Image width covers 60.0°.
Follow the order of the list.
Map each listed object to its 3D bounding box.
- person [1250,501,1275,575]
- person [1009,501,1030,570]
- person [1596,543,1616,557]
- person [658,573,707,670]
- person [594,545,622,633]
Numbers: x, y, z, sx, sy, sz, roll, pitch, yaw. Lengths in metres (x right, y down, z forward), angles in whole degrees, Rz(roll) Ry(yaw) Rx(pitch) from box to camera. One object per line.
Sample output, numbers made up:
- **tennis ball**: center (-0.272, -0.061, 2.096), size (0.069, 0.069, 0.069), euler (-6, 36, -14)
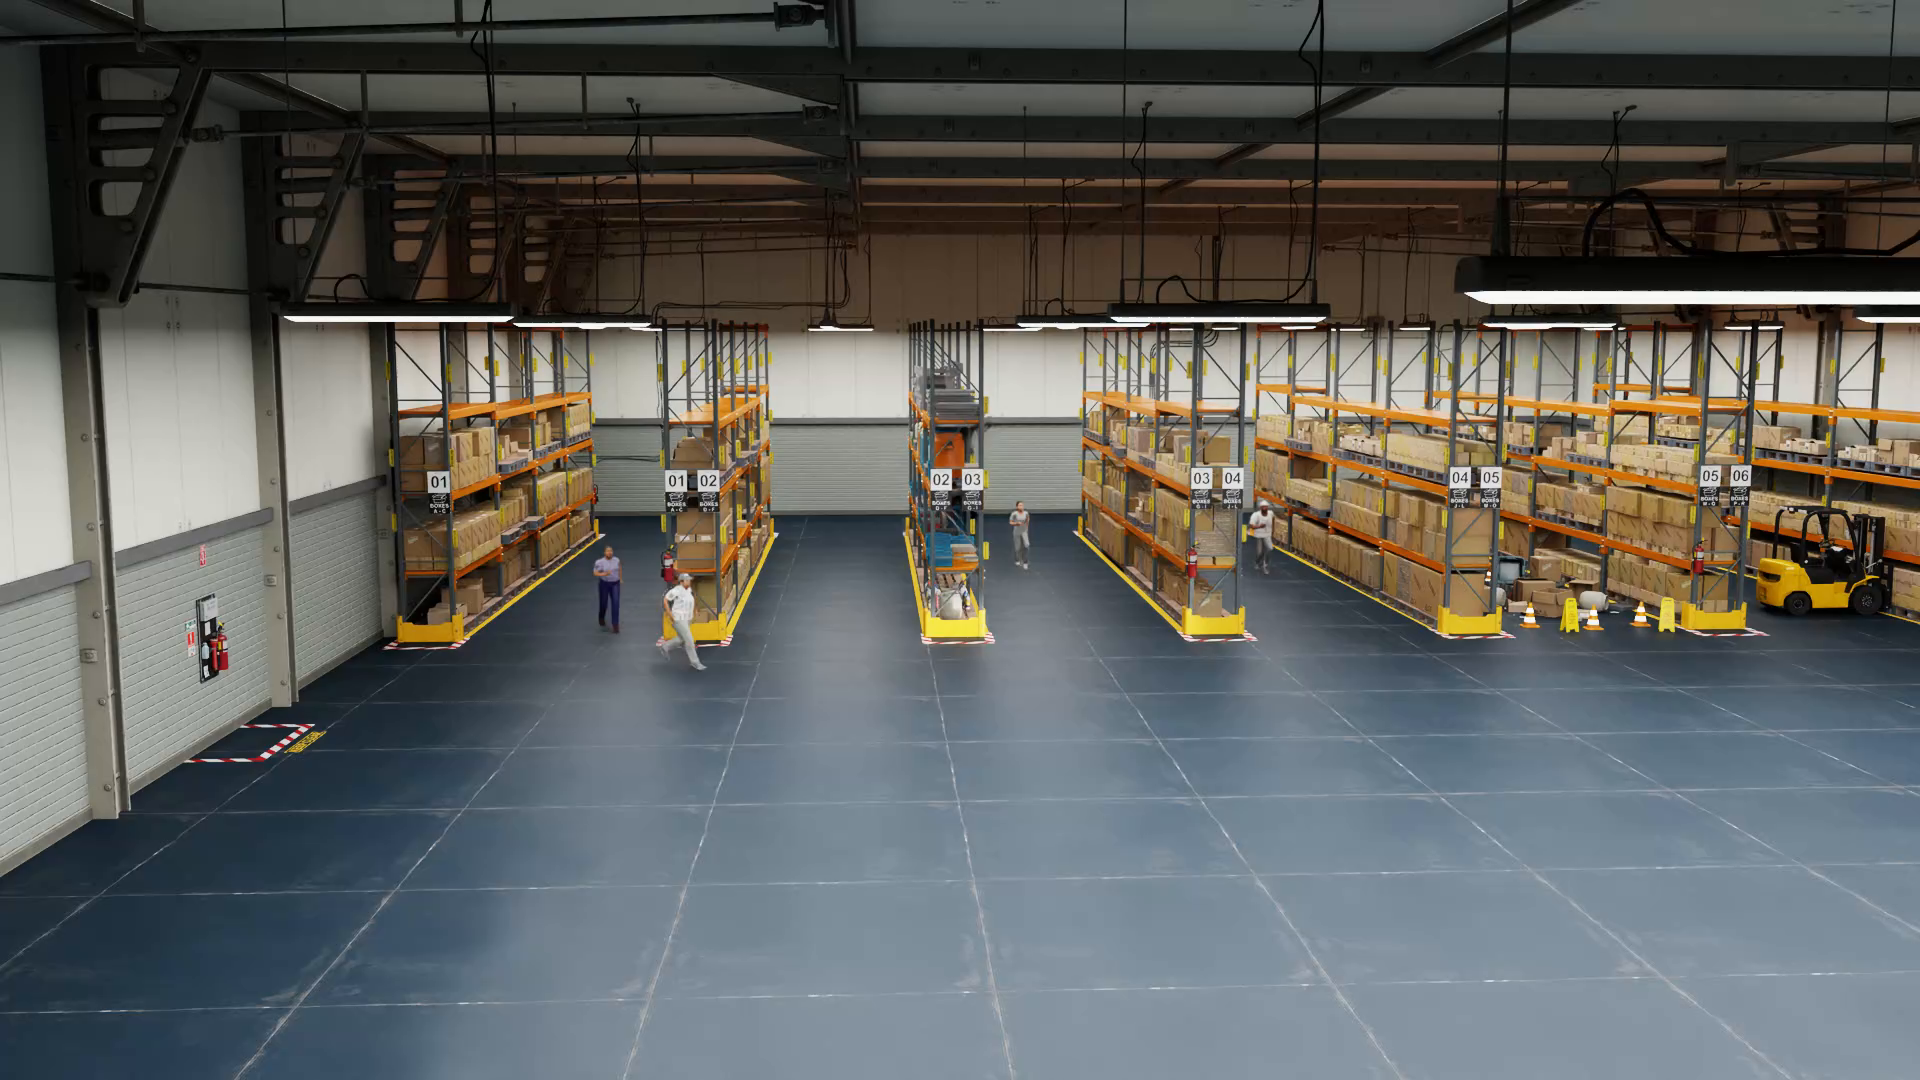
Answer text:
- **person**: center (7.257, -0.064, 39.876), size (0.728, 1.793, 0.839), euler (-1, 7, -12)
- **person**: center (1.456, -0.125, 40.781), size (0.548, 1.687, 0.770), euler (-1, 7, -10)
- **person**: center (16.474, -0.360, 42.229), size (0.665, 1.826, 0.812), euler (-2, 7, -14)
- **person**: center (-4.806, 1.388, 28.621), size (0.948, 1.659, 0.629), euler (3, 8, 24)
- **person**: center (-6.800, 0.917, 32.163), size (0.598, 1.652, 0.933), euler (-3, 8, -24)
